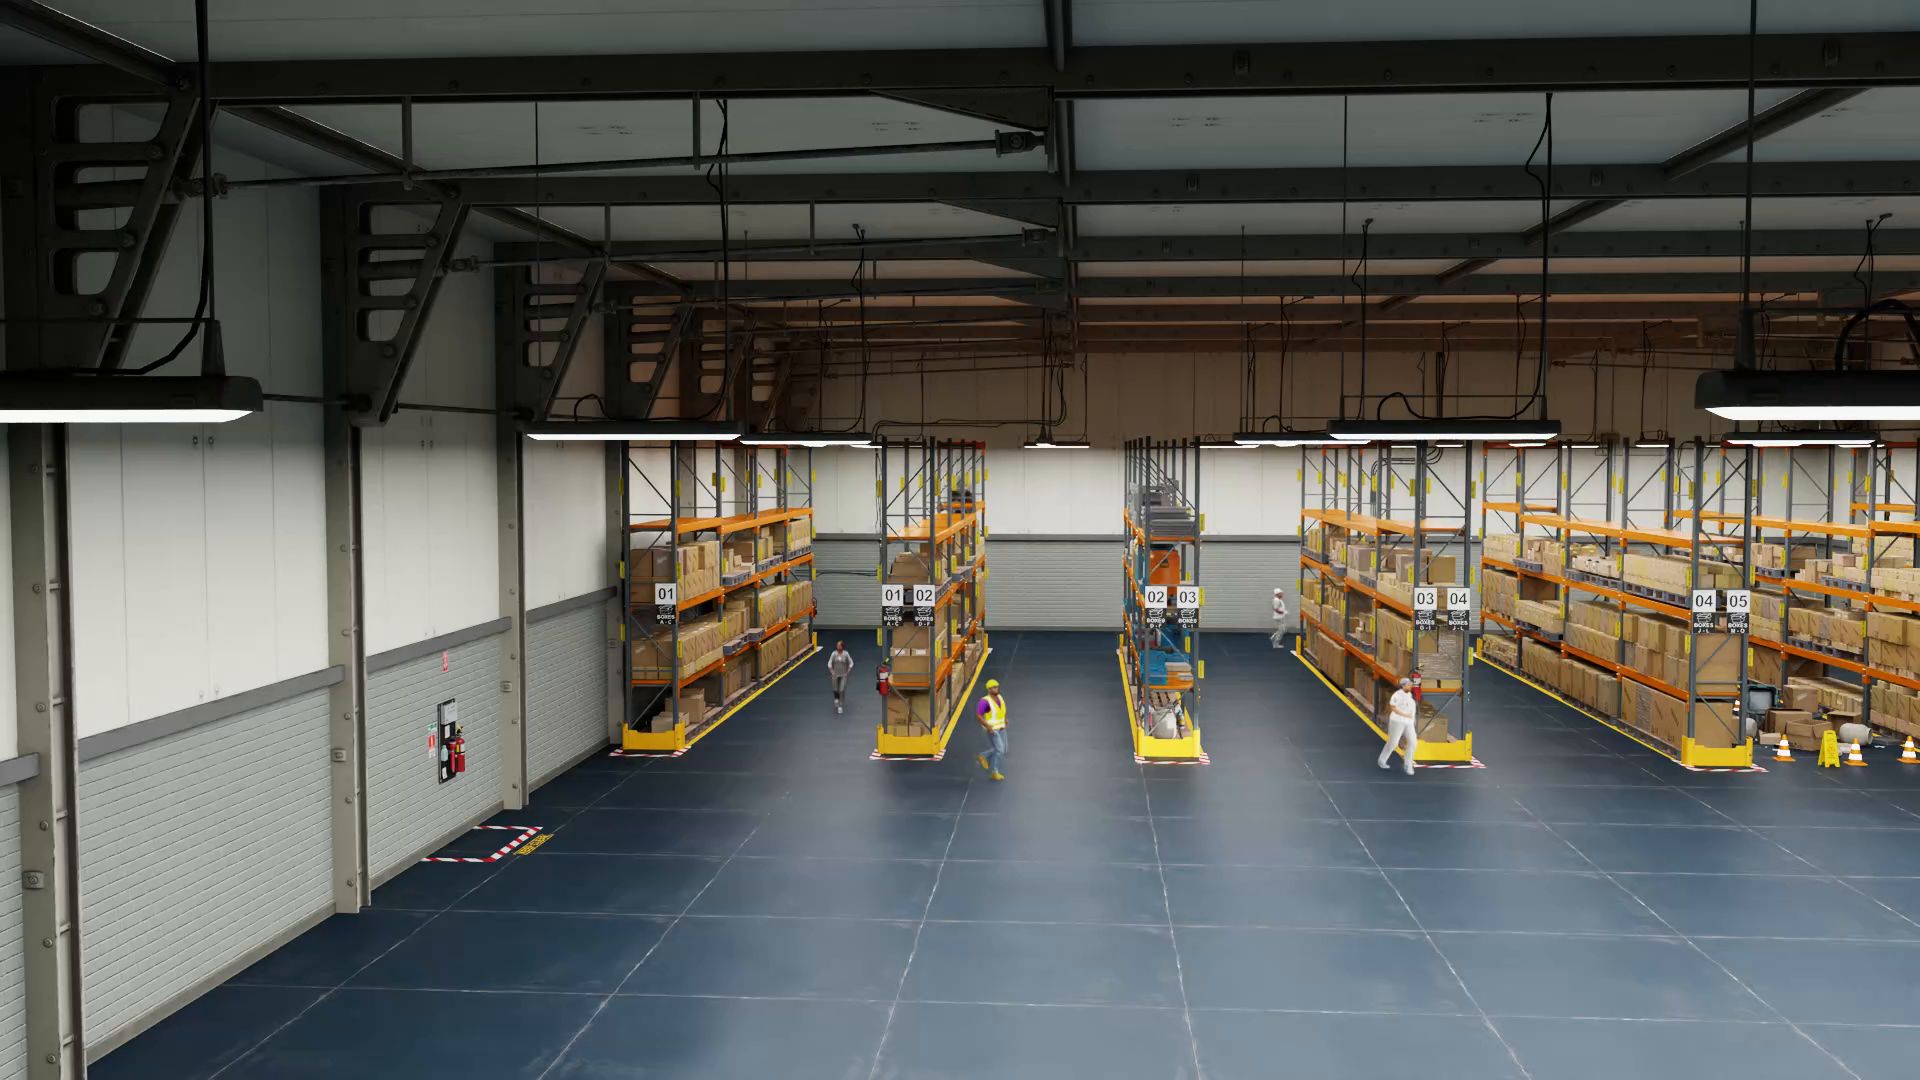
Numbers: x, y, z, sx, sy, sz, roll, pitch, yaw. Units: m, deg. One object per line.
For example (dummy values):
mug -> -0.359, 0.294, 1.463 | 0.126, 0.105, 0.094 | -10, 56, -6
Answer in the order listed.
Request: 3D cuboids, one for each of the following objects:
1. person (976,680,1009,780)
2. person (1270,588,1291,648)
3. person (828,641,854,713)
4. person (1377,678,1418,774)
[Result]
person -> 0.557, 3.305, 29.140 | 0.582, 1.735, 0.693 | 2, 4, 39
person -> 9.302, 2.268, 48.249 | 0.599, 1.736, 0.672 | 1, 3, 13
person -> -2.617, 2.993, 36.563 | 0.559, 1.575, 0.539 | 0, 3, 0
person -> 7.926, 3.315, 29.771 | 0.667, 1.706, 0.707 | -2, 4, -34
